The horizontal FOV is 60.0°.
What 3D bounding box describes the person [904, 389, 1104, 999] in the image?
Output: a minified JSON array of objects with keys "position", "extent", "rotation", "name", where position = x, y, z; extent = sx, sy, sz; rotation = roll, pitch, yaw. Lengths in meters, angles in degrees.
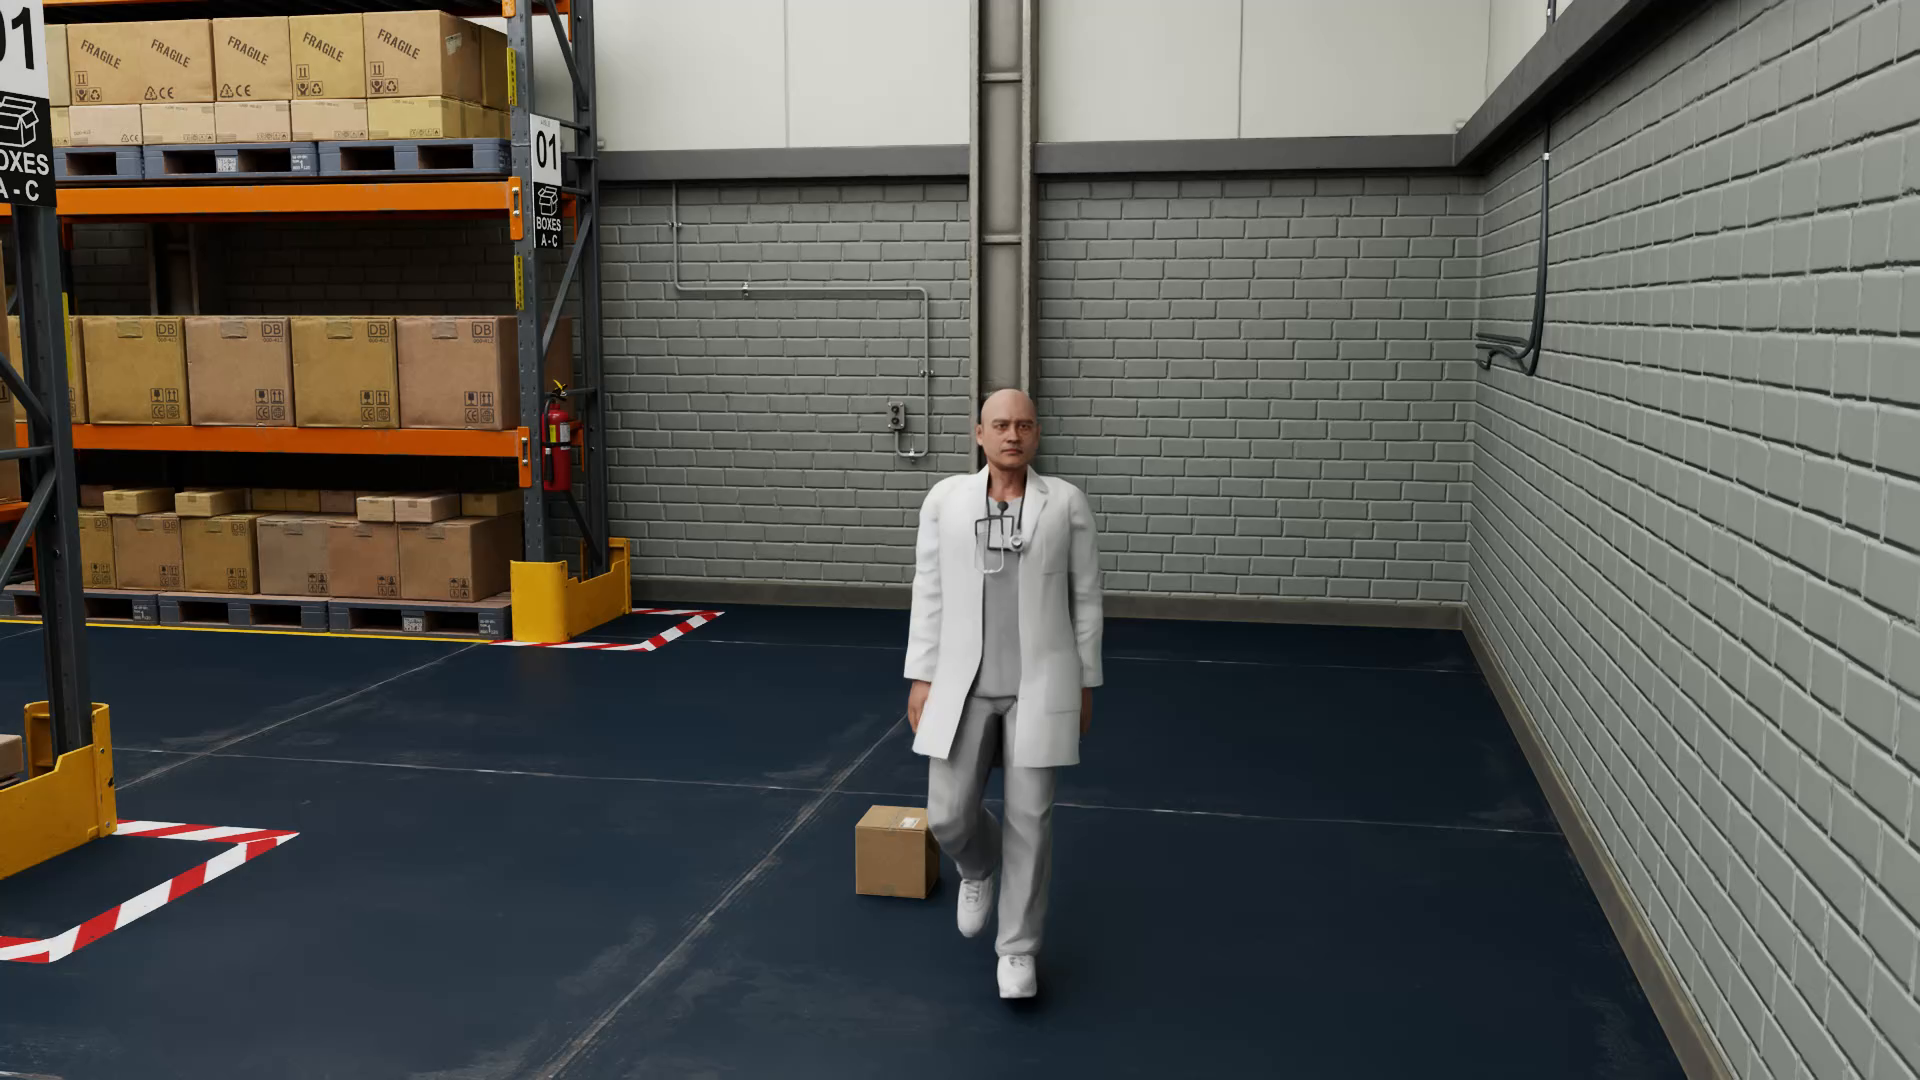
[{"position":[0.130,0.433,5.000],"extent":[0.600,1.770,0.624],"rotation":[1,8,6],"name":"person"}]
